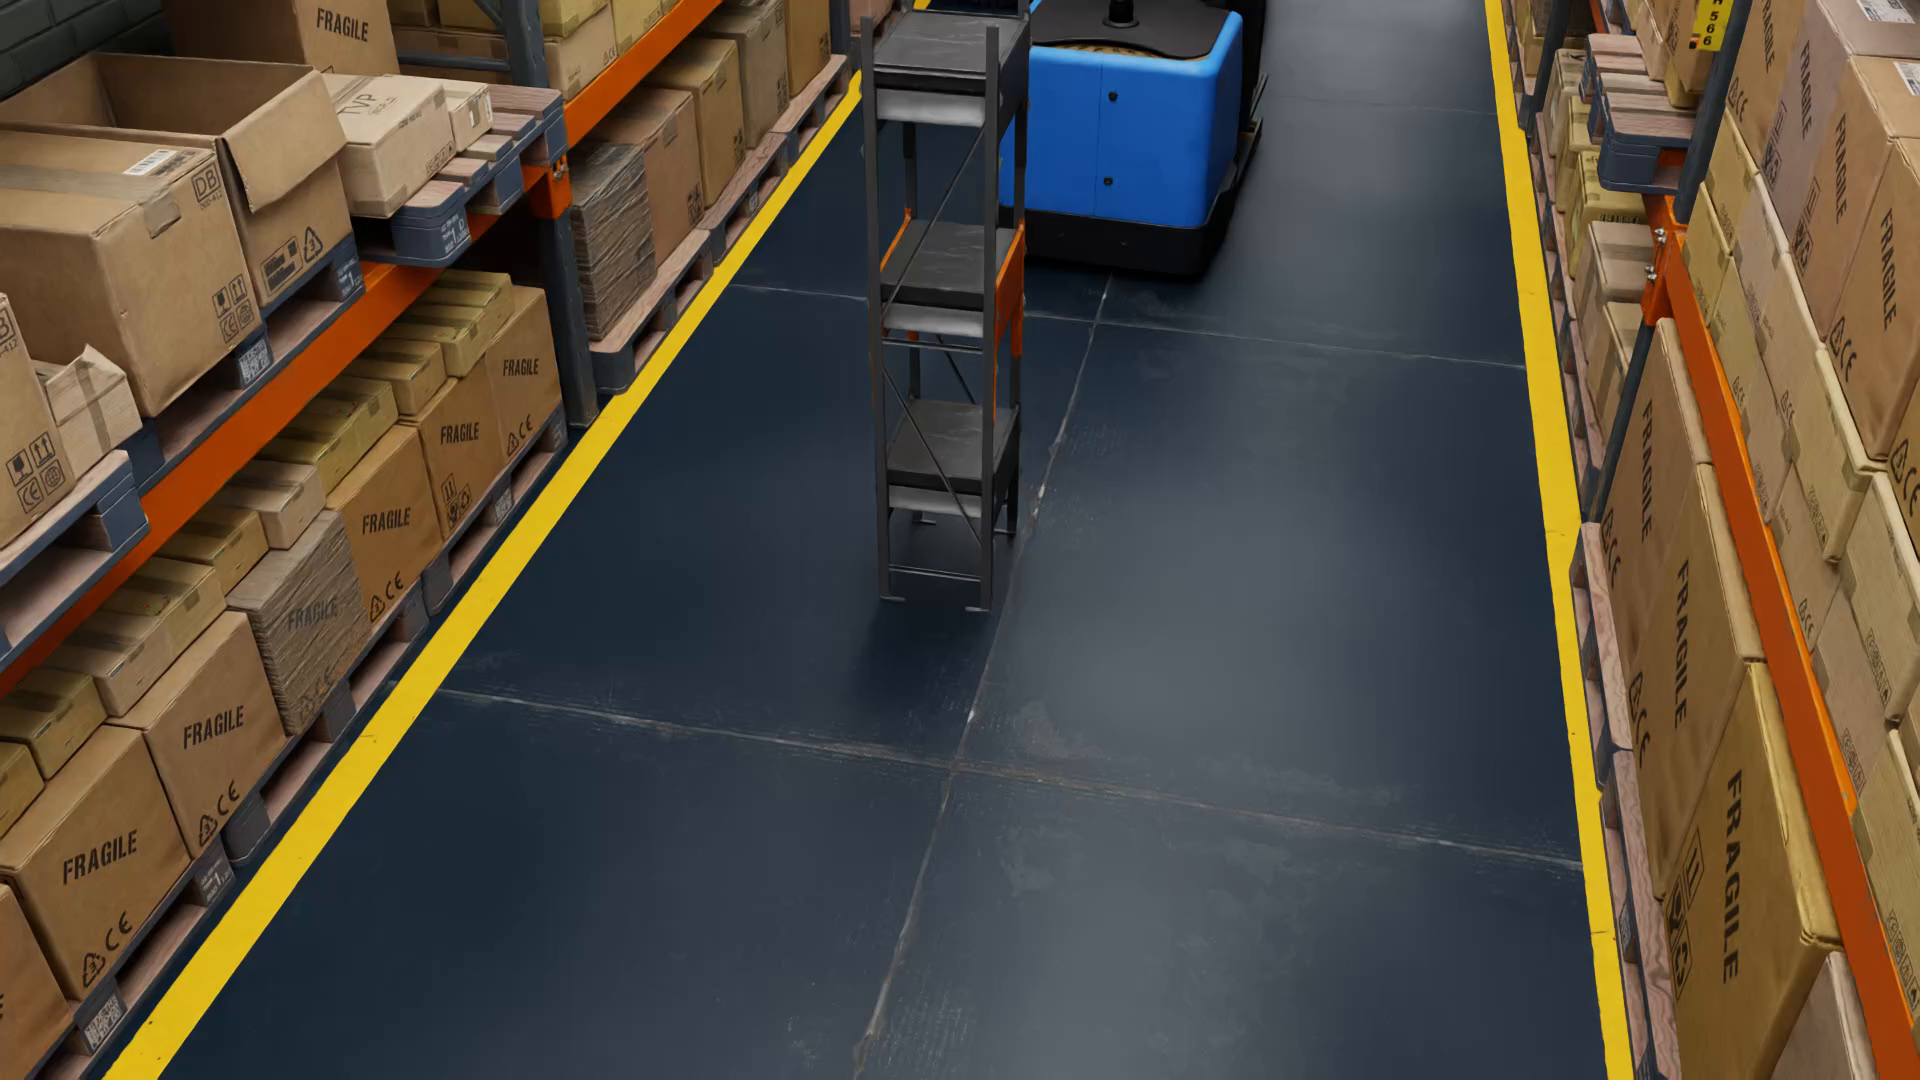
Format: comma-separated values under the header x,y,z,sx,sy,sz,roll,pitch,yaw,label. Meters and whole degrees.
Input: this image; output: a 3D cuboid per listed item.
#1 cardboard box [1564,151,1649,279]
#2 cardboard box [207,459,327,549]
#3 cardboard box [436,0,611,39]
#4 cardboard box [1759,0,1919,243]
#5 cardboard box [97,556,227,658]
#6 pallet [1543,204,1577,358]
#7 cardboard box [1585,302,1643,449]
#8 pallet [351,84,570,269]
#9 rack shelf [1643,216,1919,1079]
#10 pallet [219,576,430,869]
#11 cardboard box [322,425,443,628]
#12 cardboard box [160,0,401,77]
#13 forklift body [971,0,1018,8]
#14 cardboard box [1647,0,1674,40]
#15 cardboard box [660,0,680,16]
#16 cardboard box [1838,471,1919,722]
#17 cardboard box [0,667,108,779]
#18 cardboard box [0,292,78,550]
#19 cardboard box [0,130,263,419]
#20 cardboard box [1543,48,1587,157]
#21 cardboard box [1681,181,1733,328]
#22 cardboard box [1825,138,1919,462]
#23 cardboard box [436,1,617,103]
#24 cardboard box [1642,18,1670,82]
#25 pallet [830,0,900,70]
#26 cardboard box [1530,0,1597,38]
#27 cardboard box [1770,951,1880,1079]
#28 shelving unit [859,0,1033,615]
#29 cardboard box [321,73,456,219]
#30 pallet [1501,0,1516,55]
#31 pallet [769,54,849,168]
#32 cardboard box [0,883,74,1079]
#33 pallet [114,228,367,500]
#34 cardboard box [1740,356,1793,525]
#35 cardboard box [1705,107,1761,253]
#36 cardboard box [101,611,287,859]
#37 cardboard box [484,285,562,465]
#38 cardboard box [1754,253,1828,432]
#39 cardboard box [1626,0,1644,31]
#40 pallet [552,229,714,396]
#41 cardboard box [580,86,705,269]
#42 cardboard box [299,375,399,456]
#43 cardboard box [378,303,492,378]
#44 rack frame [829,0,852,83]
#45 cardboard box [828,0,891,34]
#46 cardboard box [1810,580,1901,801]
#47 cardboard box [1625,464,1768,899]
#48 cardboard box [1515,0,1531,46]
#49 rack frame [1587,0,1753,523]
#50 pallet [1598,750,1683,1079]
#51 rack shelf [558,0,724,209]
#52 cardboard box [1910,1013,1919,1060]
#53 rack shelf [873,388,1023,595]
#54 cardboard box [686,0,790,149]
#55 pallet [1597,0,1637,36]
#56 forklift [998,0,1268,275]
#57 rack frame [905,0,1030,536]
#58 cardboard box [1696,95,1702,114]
x,y,z,sx,sy,sz,roll,pitch,yaw,label
3.285,-1.436,7.556,0.950,0.372,0.625,8,37,12,cardboard box
-2.181,-0.118,5.076,0.380,0.149,0.250,6,36,8,cardboard box
-1.655,-2.131,6.336,0.500,0.250,0.500,7,37,10,cardboard box
2.396,-1.056,4.214,0.500,0.500,0.500,7,37,10,cardboard box
-2.313,0.175,4.672,0.380,0.149,0.250,9,37,12,cardboard box
3.268,-1.165,7.677,1.003,0.211,1.213,7,37,10,pallet
2.968,-0.577,6.372,0.950,0.372,0.625,5,36,7,cardboard box
-2.089,-1.294,5.643,1.213,0.211,1.003,7,37,10,pallet
2.410,0.289,3.908,1.077,0.370,4.000,7,37,10,rack shelf
-2.472,0.481,5.407,1.003,0.211,1.213,7,37,10,pallet
-2.119,-0.071,5.565,0.500,0.500,0.500,9,37,12,cardboard box
-2.275,-1.704,5.602,0.500,0.500,0.500,9,37,12,cardboard box
1.073,-4.696,10.896,2.313,2.155,1.214,7,37,10,forklift body
2.762,-2.073,5.858,0.500,0.500,0.500,7,36,9,cardboard box
-1.464,-2.516,7.293,0.500,0.250,0.500,6,36,8,cardboard box
2.044,0.134,3.210,0.500,0.250,0.500,8,37,11,cardboard box
-2.458,0.456,4.285,0.380,0.149,0.250,7,36,9,cardboard box
-2.435,-0.232,3.571,0.700,0.500,0.500,8,37,10,cardboard box
-2.267,-0.682,4.192,0.700,0.500,0.500,7,37,10,cardboard box
3.582,-2.247,8.676,0.950,0.372,0.625,8,37,11,cardboard box
2.487,-0.839,4.979,0.500,0.250,0.500,7,36,9,cardboard box
2.160,-0.473,3.409,0.500,0.500,0.500,8,37,11,cardboard box
-1.679,-1.932,6.487,0.500,0.250,0.500,7,37,10,cardboard box
2.674,-1.747,5.961,0.380,0.149,0.250,7,37,10,cardboard box
-0.948,-3.384,10.739,1.003,0.211,1.213,7,37,10,pallet
3.556,-3.175,9.421,0.500,0.500,0.500,7,36,9,cardboard box
2.037,1.469,3.120,0.875,0.875,0.875,8,37,11,cardboard box
-0.035,-0.755,5.503,0.431,2.100,0.503,7,37,10,shelving unit
-1.922,-1.233,5.165,0.500,0.250,0.500,6,36,8,cardboard box
4.059,-3.404,10.767,1.003,0.211,1.213,7,37,10,pallet
-1.278,-2.506,9.527,1.003,0.211,1.213,7,37,10,pallet
-2.544,1.117,3.924,0.500,0.500,0.500,9,37,12,cardboard box
-2.424,-0.576,4.652,1.003,0.211,1.213,7,37,10,pallet
2.277,-0.242,4.156,0.500,0.250,0.500,8,37,12,cardboard box
2.488,-1.031,4.818,0.500,0.250,0.500,7,37,10,cardboard box
-2.329,0.525,4.741,0.500,0.500,0.500,6,36,9,cardboard box
-1.893,-0.657,6.373,0.500,0.500,0.500,8,37,11,cardboard box
2.258,-0.451,4.017,0.500,0.250,0.500,7,37,10,cardboard box
2.781,-2.050,6.379,0.380,0.149,0.250,8,37,11,cardboard box
-1.799,-1.107,7.597,1.003,0.211,1.213,7,37,10,pallet
-1.734,-1.709,7.717,0.875,0.625,0.625,8,37,11,cardboard box
-2.099,-0.423,5.497,0.380,0.149,0.250,8,37,11,cardboard box
-1.899,-0.714,5.899,0.380,0.149,0.250,6,36,8,cardboard box
-1.158,-4.062,9.299,1.000,3.000,0.127,7,37,10,rack frame
-0.732,-3.355,10.308,0.500,0.250,0.500,8,37,10,cardboard box
2.069,0.338,3.356,0.500,0.250,0.500,6,36,9,cardboard box
2.414,0.438,4.542,0.875,0.875,0.875,8,37,11,cardboard box
3.659,-3.178,10.064,0.500,0.250,0.500,6,36,9,cardboard box
2.837,-1.149,5.279,1.000,3.000,0.127,7,37,10,rack frame
2.332,1.120,4.525,1.003,0.211,1.213,7,37,10,pallet
-1.586,-2.624,7.928,1.077,0.370,4.000,7,37,10,rack shelf
1.832,0.916,2.557,0.500,0.250,0.500,6,36,9,cardboard box
-0.035,-0.177,5.922,0.431,0.518,0.480,7,37,10,rack shelf
-1.432,-2.526,8.845,0.875,0.625,0.625,7,37,9,cardboard box
3.220,-2.211,6.908,1.003,0.211,1.213,7,37,10,pallet
1.052,-3.302,8.309,1.130,2.935,3.031,10,37,13,forklift
0.017,-0.895,5.696,0.400,2.100,0.015,7,37,10,rack frame
2.677,-1.435,5.529,0.380,0.149,0.250,9,37,12,cardboard box
